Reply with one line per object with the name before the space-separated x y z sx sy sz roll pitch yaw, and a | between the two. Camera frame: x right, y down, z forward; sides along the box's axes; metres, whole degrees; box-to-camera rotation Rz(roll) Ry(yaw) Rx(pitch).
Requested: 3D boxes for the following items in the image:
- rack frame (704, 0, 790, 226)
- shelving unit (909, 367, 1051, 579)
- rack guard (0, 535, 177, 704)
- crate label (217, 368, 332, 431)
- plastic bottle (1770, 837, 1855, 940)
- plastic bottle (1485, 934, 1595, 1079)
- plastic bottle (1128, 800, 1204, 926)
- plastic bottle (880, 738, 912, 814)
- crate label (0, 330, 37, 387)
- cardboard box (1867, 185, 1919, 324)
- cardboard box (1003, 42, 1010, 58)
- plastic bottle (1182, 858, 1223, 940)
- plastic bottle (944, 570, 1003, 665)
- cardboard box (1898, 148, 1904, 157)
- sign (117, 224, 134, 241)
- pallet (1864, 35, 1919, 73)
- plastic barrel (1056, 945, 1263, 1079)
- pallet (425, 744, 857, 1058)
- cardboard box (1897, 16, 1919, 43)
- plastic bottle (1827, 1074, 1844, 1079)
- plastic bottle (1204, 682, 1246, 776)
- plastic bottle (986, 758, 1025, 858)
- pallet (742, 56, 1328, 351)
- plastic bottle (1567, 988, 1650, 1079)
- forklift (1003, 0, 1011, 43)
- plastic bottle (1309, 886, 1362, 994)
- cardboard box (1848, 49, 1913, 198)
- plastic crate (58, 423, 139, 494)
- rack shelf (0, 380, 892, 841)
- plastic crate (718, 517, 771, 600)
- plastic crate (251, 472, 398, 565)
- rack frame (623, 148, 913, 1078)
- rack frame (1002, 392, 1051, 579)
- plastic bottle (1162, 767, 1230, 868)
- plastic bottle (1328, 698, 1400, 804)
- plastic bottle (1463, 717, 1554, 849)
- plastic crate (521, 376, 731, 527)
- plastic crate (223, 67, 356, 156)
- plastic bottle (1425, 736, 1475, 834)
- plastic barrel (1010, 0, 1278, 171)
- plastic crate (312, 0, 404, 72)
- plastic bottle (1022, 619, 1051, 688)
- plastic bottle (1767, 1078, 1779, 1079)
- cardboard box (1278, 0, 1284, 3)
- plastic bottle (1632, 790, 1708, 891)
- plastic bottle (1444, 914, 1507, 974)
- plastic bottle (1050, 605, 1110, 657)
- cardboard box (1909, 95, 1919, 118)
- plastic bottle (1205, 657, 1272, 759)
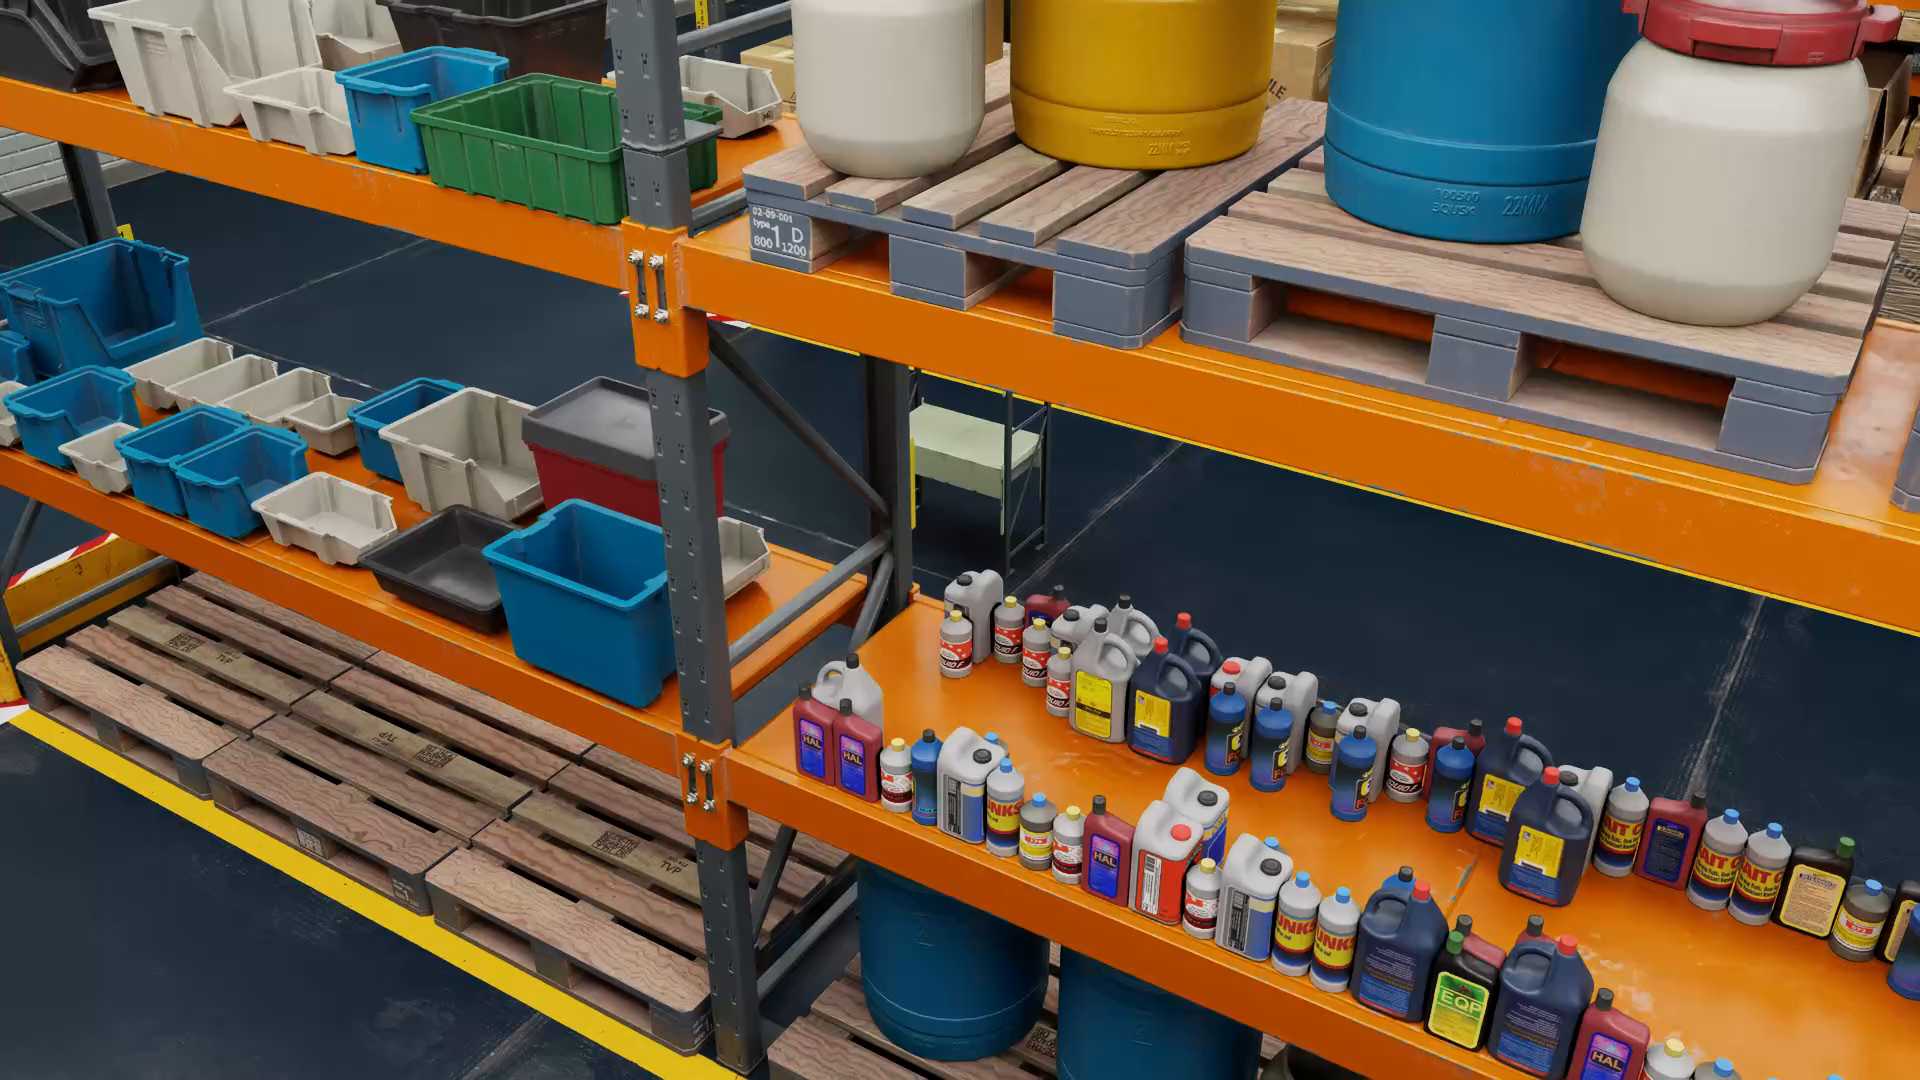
rack frame | -1.222 -2.994 10.405 0.127 3.000 1.000 18 35 27
shelving unit | 0.006 -0.646 7.869 0.755 1.500 0.431 18 35 27
rack guard | -3.882 0.199 7.413 0.348 0.500 1.175 18 35 27
crate label | -2.581 -0.503 6.337 0.243 0.136 0.396 18 35 27
plastic bottle | 2.050 0.819 3.986 0.133 0.283 0.061 18 35 27
plastic bottle | 1.271 0.992 3.622 0.185 0.351 0.144 18 35 27
plastic bottle | 0.507 0.780 4.060 0.135 0.276 0.152 18 35 27
plastic bottle | -0.163 0.617 4.413 0.097 0.201 0.097 0 30 0
crate label | -3.821 -0.627 6.454 0.303 0.233 0.416 18 35 27
cardboard box | 4.143 -1.194 7.221 0.500 0.500 0.500 16 34 26
cardboard box | 0.190 -2.769 9.873 0.500 0.250 0.500 16 34 26
plastic bottle | 0.590 0.855 4.005 0.097 0.201 0.097 0 30 0
plastic bottle | 0.039 0.213 5.032 0.135 0.276 0.152 18 35 27
cardboard box | 6.273 -2.527 11.669 0.500 0.500 0.500 18 35 28
sign | -3.576 -1.190 7.150 0.005 0.325 0.100 18 35 27
pallet | 6.578 -3.371 11.241 1.213 0.211 1.003 18 35 27
plastic barrel | 0.584 1.259 4.780 0.708 0.901 0.600 18 35 27
pallet | -1.111 1.216 5.957 1.213 0.211 1.003 18 35 27
cardboard box | 6.298 -3.367 10.877 0.250 0.149 0.380 16 34 25
plastic bottle | 1.738 1.188 3.365 0.097 0.271 0.097 0 30 0
plastic bottle | 0.725 0.506 4.534 0.097 0.271 0.097 0 30 0
plastic bottle | 0.116 0.675 4.245 0.097 0.271 0.097 0 30 0
pallet | 0.249 -0.854 3.948 1.003 0.211 1.213 18 35 27
plastic bottle | 1.383 1.081 3.536 0.133 0.283 0.061 18 35 27
forklift | 0.781 -3.742 11.755 3.031 2.935 1.130 17 34 26
plastic bottle | 0.869 0.913 3.836 0.097 0.271 0.097 0 30 0
cardboard box | 3.821 -1.883 7.405 0.637 0.503 0.797 19 35 29
plastic crate | -3.019 -0.282 5.959 0.298 0.136 0.250 18 35 27
rack shelf | -2.161 -0.033 6.044 4.000 0.370 1.077 18 35 27
plastic crate | -0.785 0.094 5.314 0.243 0.136 0.396 18 35 27
plastic crate | -2.102 -0.059 5.576 0.466 0.136 0.293 18 35 27
rack frame | -0.467 0.192 4.945 0.127 3.000 1.000 18 35 27
rack frame | 0.316 -0.548 7.701 0.023 1.500 0.400 18 35 27
plastic bottle | 0.587 0.715 4.171 0.135 0.276 0.152 18 35 27
plastic bottle | 1.085 0.544 4.464 0.135 0.276 0.152 18 35 27
plastic bottle | 1.418 0.615 4.269 0.185 0.351 0.144 18 35 27
plastic crate | -1.090 -0.208 5.507 0.583 0.464 0.402 18 35 27
plastic crate | -1.747 -1.168 4.561 0.466 0.136 0.293 18 35 27
plastic bottle | 1.279 0.627 4.326 0.097 0.271 0.097 0 30 0
plastic barrel | 0.414 -1.209 3.765 0.600 0.588 0.600 0 30 0
plastic crate | -1.973 -1.614 5.325 0.530 0.136 0.437 18 35 27
plastic bottle | 0.232 0.326 4.911 0.097 0.201 0.097 0 30 0
plastic bottle | 1.656 1.192 3.427 0.097 0.201 0.097 0 30 0
cardboard box | 1.483 -2.683 8.981 0.500 0.500 0.500 18 35 27
plastic bottle | 1.772 0.731 4.137 0.133 0.283 0.061 18 35 27
plastic bottle | 1.146 0.970 3.727 0.133 0.283 0.061 18 35 27
plastic bottle | 0.348 0.311 4.864 0.135 0.276 0.152 18 35 27
cardboard box | 6.537 -3.067 11.850 0.500 0.250 0.500 16 34 25
plastic bottle | 0.775 0.446 4.632 0.135 0.276 0.152 18 35 27
